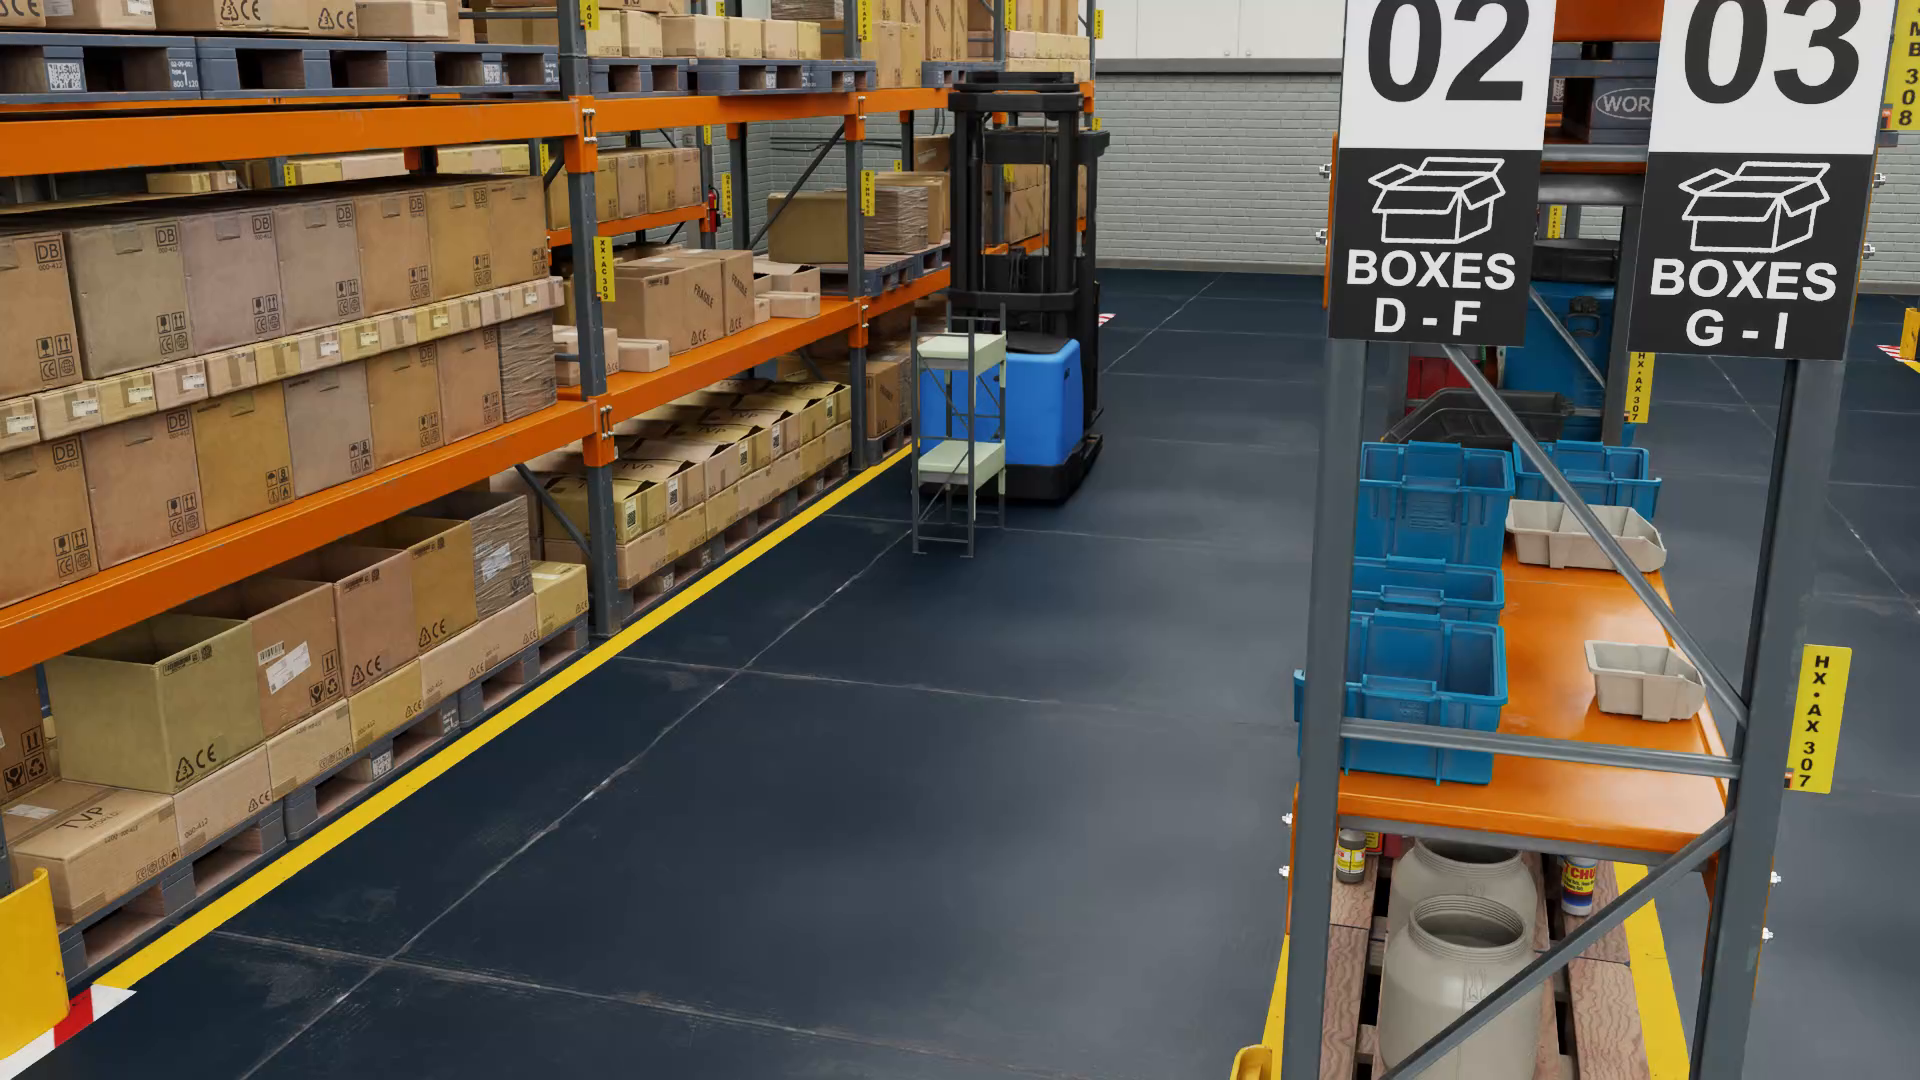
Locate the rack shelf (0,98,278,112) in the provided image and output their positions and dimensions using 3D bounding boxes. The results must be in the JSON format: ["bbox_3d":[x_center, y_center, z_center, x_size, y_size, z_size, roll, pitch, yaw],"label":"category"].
[{"bbox_3d":[-6.523,-2.969,11.620,1.077,0.370,4.000,5,16,16],"label":"rack shelf"}]

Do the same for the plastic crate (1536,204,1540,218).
[{"bbox_3d":[5.175,-2.947,15.495,0.402,0.464,0.583,5,16,16],"label":"plastic crate"}]

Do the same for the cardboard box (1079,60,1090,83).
[{"bbox_3d":[1.176,-5.321,18.869,0.500,0.250,0.500,5,16,16],"label":"cardboard box"}]

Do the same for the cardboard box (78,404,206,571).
[{"bbox_3d":[-3.188,-0.226,5.945,0.700,0.500,0.500,5,17,17],"label":"cardboard box"}]

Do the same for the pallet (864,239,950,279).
[{"bbox_3d":[-0.656,-2.429,14.246,1.003,0.211,1.213,5,16,16],"label":"pallet"}]

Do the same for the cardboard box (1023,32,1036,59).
[{"bbox_3d":[0.449,-4.909,16.500,0.500,0.250,0.500,5,16,16],"label":"cardboard box"}]

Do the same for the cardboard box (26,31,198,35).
[{"bbox_3d":[-3.245,-2.056,6.220,0.500,0.311,0.500,7,17,22],"label":"cardboard box"}]

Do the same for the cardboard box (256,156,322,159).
[{"bbox_3d":[-5.924,-3.231,14.583,0.500,0.250,0.500,4,16,14],"label":"cardboard box"}]

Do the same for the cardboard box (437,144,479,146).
[{"bbox_3d":[-5.199,-3.903,16.953,0.500,0.250,0.500,5,17,18],"label":"cardboard box"}]

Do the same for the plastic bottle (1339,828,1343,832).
[{"bbox_3d":[1.388,1.015,5.926,0.061,0.283,0.133,5,17,17],"label":"plastic bottle"}]

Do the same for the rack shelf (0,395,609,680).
[{"bbox_3d":[-2.909,-0.096,6.989,1.077,0.370,4.000,5,16,16],"label":"rack shelf"}]

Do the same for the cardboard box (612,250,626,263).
[{"bbox_3d":[-4.227,-3.392,19.914,0.380,0.149,0.250,5,17,17],"label":"cardboard box"}]

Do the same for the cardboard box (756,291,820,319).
[{"bbox_3d":[-1.195,-1.634,11.554,0.380,0.149,0.250,5,16,16],"label":"cardboard box"}]

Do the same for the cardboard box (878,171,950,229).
[{"bbox_3d":[-0.417,-3.202,15.668,0.700,0.500,0.500,-1,16,-3],"label":"cardboard box"}]

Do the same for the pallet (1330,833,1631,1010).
[{"bbox_3d":[1.831,1.254,6.021,1.003,0.211,1.213,5,16,16],"label":"pallet"}]

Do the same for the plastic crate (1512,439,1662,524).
[{"bbox_3d":[2.353,-0.198,6.303,0.499,0.251,0.616,5,16,16],"label":"plastic crate"}]

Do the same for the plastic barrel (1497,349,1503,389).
[{"bbox_3d":[2.930,-0.848,8.576,0.301,0.262,0.301,0,16,0],"label":"plastic barrel"}]

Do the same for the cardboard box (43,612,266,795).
[{"bbox_3d":[-2.972,0.587,6.157,0.500,0.500,0.500,5,16,16],"label":"cardboard box"}]

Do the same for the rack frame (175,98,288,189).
[{"bbox_3d":[-5.955,-2.395,13.776,1.000,3.000,0.127,5,16,16],"label":"rack frame"}]

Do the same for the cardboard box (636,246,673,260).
[{"bbox_3d":[-3.718,-3.494,20.273,0.380,0.149,0.250,5,17,17],"label":"cardboard box"}]

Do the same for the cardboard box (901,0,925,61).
[{"bbox_3d":[-0.658,-4.324,13.945,0.600,0.600,0.600,4,16,14],"label":"cardboard box"}]

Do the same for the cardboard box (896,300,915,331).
[{"bbox_3d":[-0.723,-2.059,14.991,0.500,0.250,0.500,5,16,16],"label":"cardboard box"}]

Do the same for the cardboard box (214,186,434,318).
[{"bbox_3d":[-2.747,-1.258,7.206,0.700,0.500,0.500,5,16,16],"label":"cardboard box"}]

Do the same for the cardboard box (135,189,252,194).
[{"bbox_3d":[-6.079,-2.531,13.266,0.700,0.500,0.500,3,16,9],"label":"cardboard box"}]

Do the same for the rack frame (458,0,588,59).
[{"bbox_3d":[-2.341,-3.851,7.917,1.000,3.000,0.127,5,16,16],"label":"rack frame"}]

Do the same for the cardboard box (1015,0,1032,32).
[{"bbox_3d":[0.312,-5.280,16.437,0.700,0.500,0.500,5,16,16],"label":"cardboard box"}]

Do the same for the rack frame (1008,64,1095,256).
[{"bbox_3d":[1.069,-4.105,19.804,1.000,3.000,0.127,5,16,16],"label":"rack frame"}]

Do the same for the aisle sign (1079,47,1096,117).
[{"bbox_3d":[1.382,-5.350,19.429,0.394,0.787,0.004,5,16,16],"label":"aisle sign"}]

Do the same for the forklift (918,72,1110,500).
[{"bbox_3d":[0.521,-2.049,12.681,1.130,2.935,3.031,3,16,12],"label":"forklift"}]

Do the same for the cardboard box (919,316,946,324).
[{"bbox_3d":[-0.082,-1.787,15.408,0.500,0.500,0.500,5,16,16],"label":"cardboard box"}]

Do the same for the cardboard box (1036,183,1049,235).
[{"bbox_3d":[0.625,-3.483,17.431,0.500,0.500,0.500,5,16,16],"label":"cardboard box"}]

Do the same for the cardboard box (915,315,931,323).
[{"bbox_3d":[-0.580,-1.819,15.521,0.500,0.500,0.500,5,17,17],"label":"cardboard box"}]

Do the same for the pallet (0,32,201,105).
[{"bbox_3d":[-3.252,-1.502,5.294,1.003,0.211,1.213,5,16,16],"label":"pallet"}]

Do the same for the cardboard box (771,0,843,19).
[{"bbox_3d":[-1.074,-4.098,12.266,0.500,0.500,0.500,5,16,16],"label":"cardboard box"}]

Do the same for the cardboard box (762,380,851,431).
[{"bbox_3d":[-1.117,-1.005,12.116,0.500,0.311,0.500,5,17,17],"label":"cardboard box"}]

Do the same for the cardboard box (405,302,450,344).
[{"bbox_3d":[-2.504,-0.972,7.386,0.380,0.149,0.250,5,16,16],"label":"cardboard box"}]

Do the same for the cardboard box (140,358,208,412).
[{"bbox_3d":[-2.941,-0.565,5.953,0.380,0.149,0.250,4,16,15],"label":"cardboard box"}]

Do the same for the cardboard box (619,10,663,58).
[{"bbox_3d":[-2.003,-2.843,9.362,0.500,0.250,0.500,3,16,10],"label":"cardboard box"}]

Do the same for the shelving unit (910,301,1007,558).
[{"bbox_3d":[-0.002,-0.720,10.619,0.431,1.500,0.755,5,16,16],"label":"shelving unit"}]

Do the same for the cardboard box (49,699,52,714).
[{"bbox_3d":[-3.341,0.415,6.764,0.500,0.500,0.500,5,16,16],"label":"cardboard box"}]

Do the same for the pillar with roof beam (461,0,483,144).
[{"bbox_3d":[-1.321,-6.244,16.352,9.100,9.000,0.400,5,16,16],"label":"pillar with roof beam"}]

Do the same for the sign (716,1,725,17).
[{"bbox_3d":[-1.724,-3.746,12.095,0.100,0.325,0.005,5,16,16],"label":"sign"}]

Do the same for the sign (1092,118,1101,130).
[{"bbox_3d":[1.595,-4.766,19.433,0.100,0.325,0.005,5,16,16],"label":"sign"}]

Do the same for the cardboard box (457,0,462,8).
[{"bbox_3d":[-5.194,-5.285,16.104,0.500,0.250,0.500,6,17,20],"label":"cardboard box"}]

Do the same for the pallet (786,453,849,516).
[{"bbox_3d":[-1.476,-0.458,12.057,1.003,0.211,1.213,5,16,16],"label":"pallet"}]

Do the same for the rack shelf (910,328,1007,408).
[{"bbox_3d":[-0.002,-1.095,10.512,0.431,0.370,0.720,5,16,16],"label":"rack shelf"}]

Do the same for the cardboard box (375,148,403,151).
[{"bbox_3d":[-5.479,-3.634,16.005,0.500,0.250,0.500,4,16,14],"label":"cardboard box"}]

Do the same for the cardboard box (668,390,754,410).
[{"bbox_3d":[-1.776,-0.908,11.777,0.500,0.311,0.500,4,16,14],"label":"cardboard box"}]

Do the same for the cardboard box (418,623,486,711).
[{"bbox_3d":[-2.543,0.556,7.642,0.500,0.250,0.500,5,16,16],"label":"cardboard box"}]

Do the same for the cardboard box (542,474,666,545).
[{"bbox_3d":[-1.985,-0.203,9.290,0.500,0.311,0.500,5,16,16],"label":"cardboard box"}]

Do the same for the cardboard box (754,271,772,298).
[{"bbox_3d":[-1.644,-1.750,11.665,0.500,0.311,0.500,4,16,15],"label":"cardboard box"}]

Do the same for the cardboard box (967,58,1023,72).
[{"bbox_3d":[0.308,-4.537,16.107,0.500,0.250,0.500,5,16,16],"label":"cardboard box"}]

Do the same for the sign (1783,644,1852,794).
[{"bbox_3d":[1.796,0.377,3.496,0.100,0.325,0.005,5,16,16],"label":"sign"}]

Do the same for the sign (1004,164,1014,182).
[{"bbox_3d":[0.465,-3.573,15.808,0.100,0.325,0.005,5,16,16],"label":"sign"}]

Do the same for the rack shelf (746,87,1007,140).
[{"bbox_3d":[-0.636,-3.632,13.959,1.077,0.370,4.000,5,16,16],"label":"rack shelf"}]

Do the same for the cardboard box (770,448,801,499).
[{"bbox_3d":[-1.409,-0.468,11.252,0.500,0.250,0.500,5,17,17],"label":"cardboard box"}]
